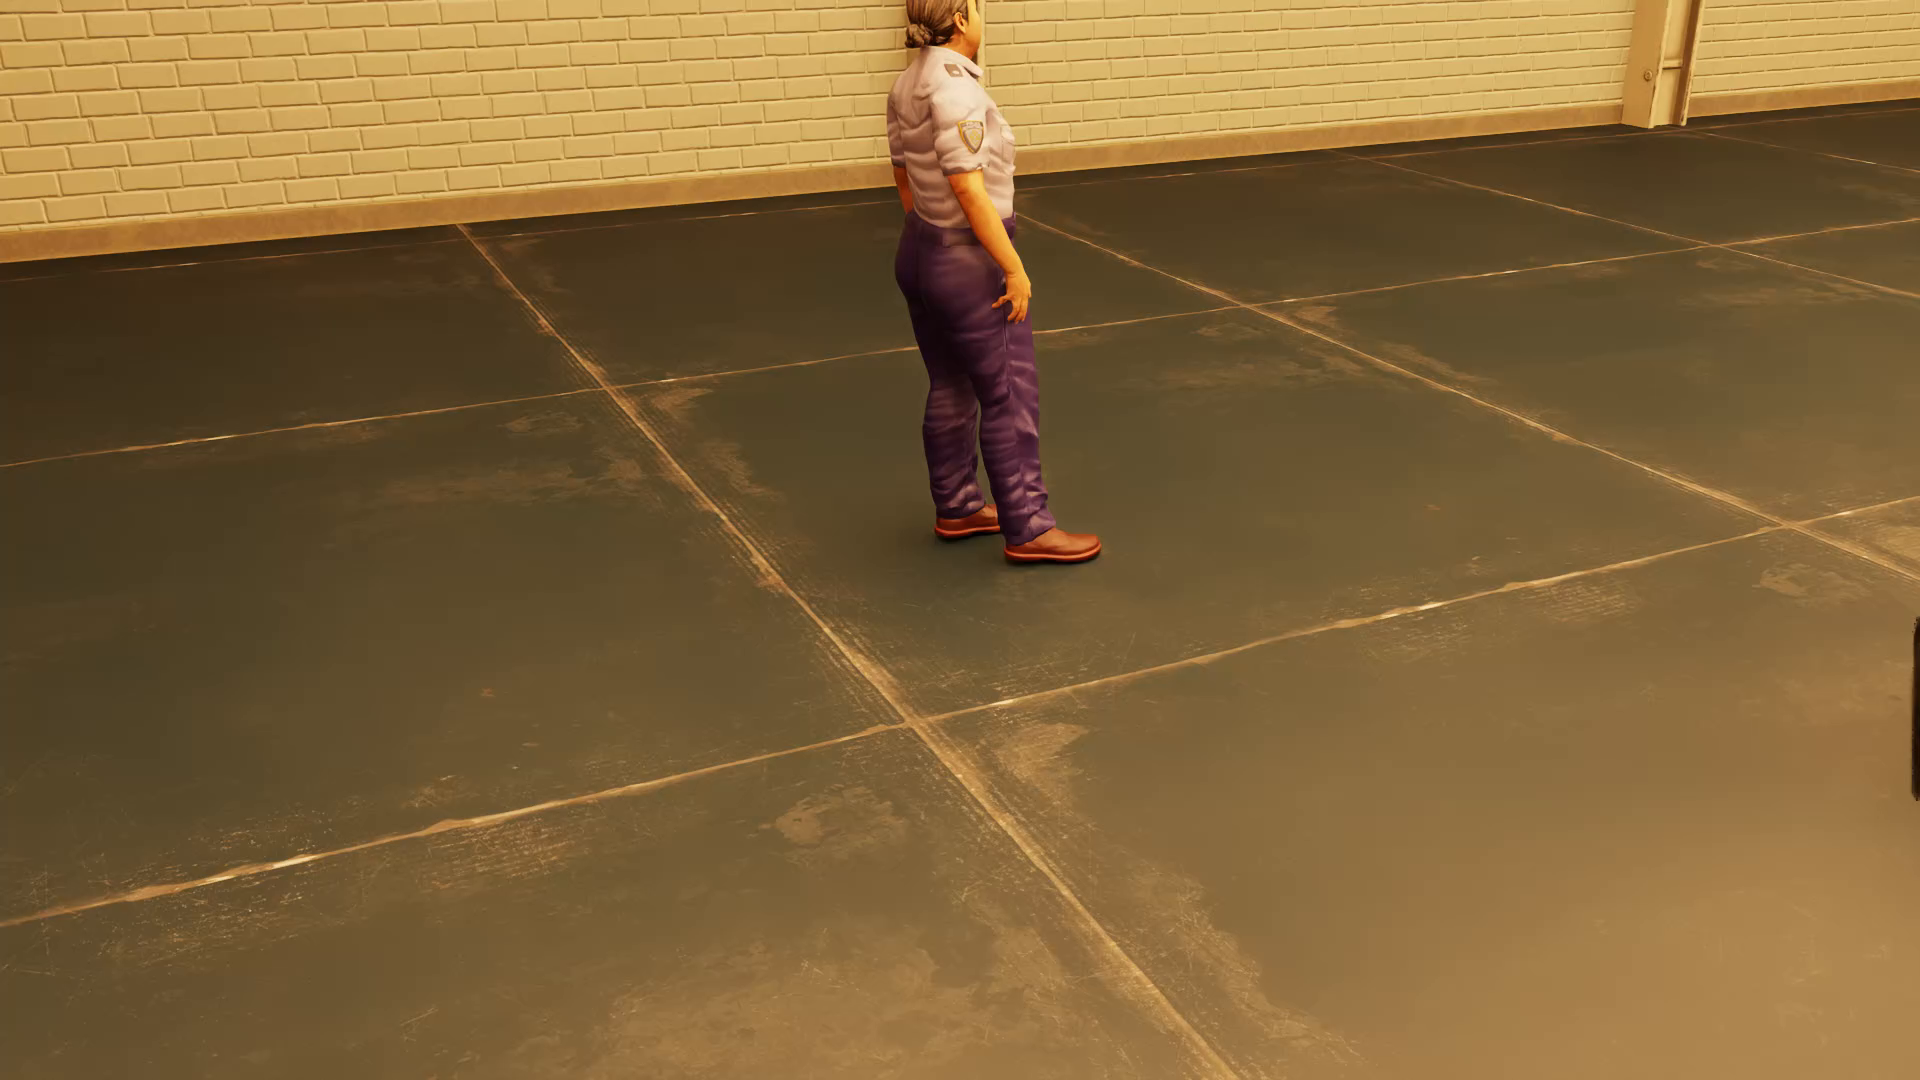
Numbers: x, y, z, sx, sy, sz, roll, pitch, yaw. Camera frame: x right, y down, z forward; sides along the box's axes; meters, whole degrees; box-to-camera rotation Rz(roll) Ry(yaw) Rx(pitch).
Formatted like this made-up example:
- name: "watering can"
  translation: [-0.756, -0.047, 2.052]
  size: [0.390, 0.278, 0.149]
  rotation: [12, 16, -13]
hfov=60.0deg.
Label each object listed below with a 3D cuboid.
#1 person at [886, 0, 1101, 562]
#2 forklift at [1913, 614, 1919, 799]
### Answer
- name: "person"
  translation: [0.092, -0.774, 4.804]
  size: [0.502, 1.651, 0.598]
  rotation: [-10, 25, -23]
- name: "forklift"
  translation: [3.609, -0.616, 2.768]
  size: [3.031, 2.935, 1.130]
  rotation: [11, 25, 26]
